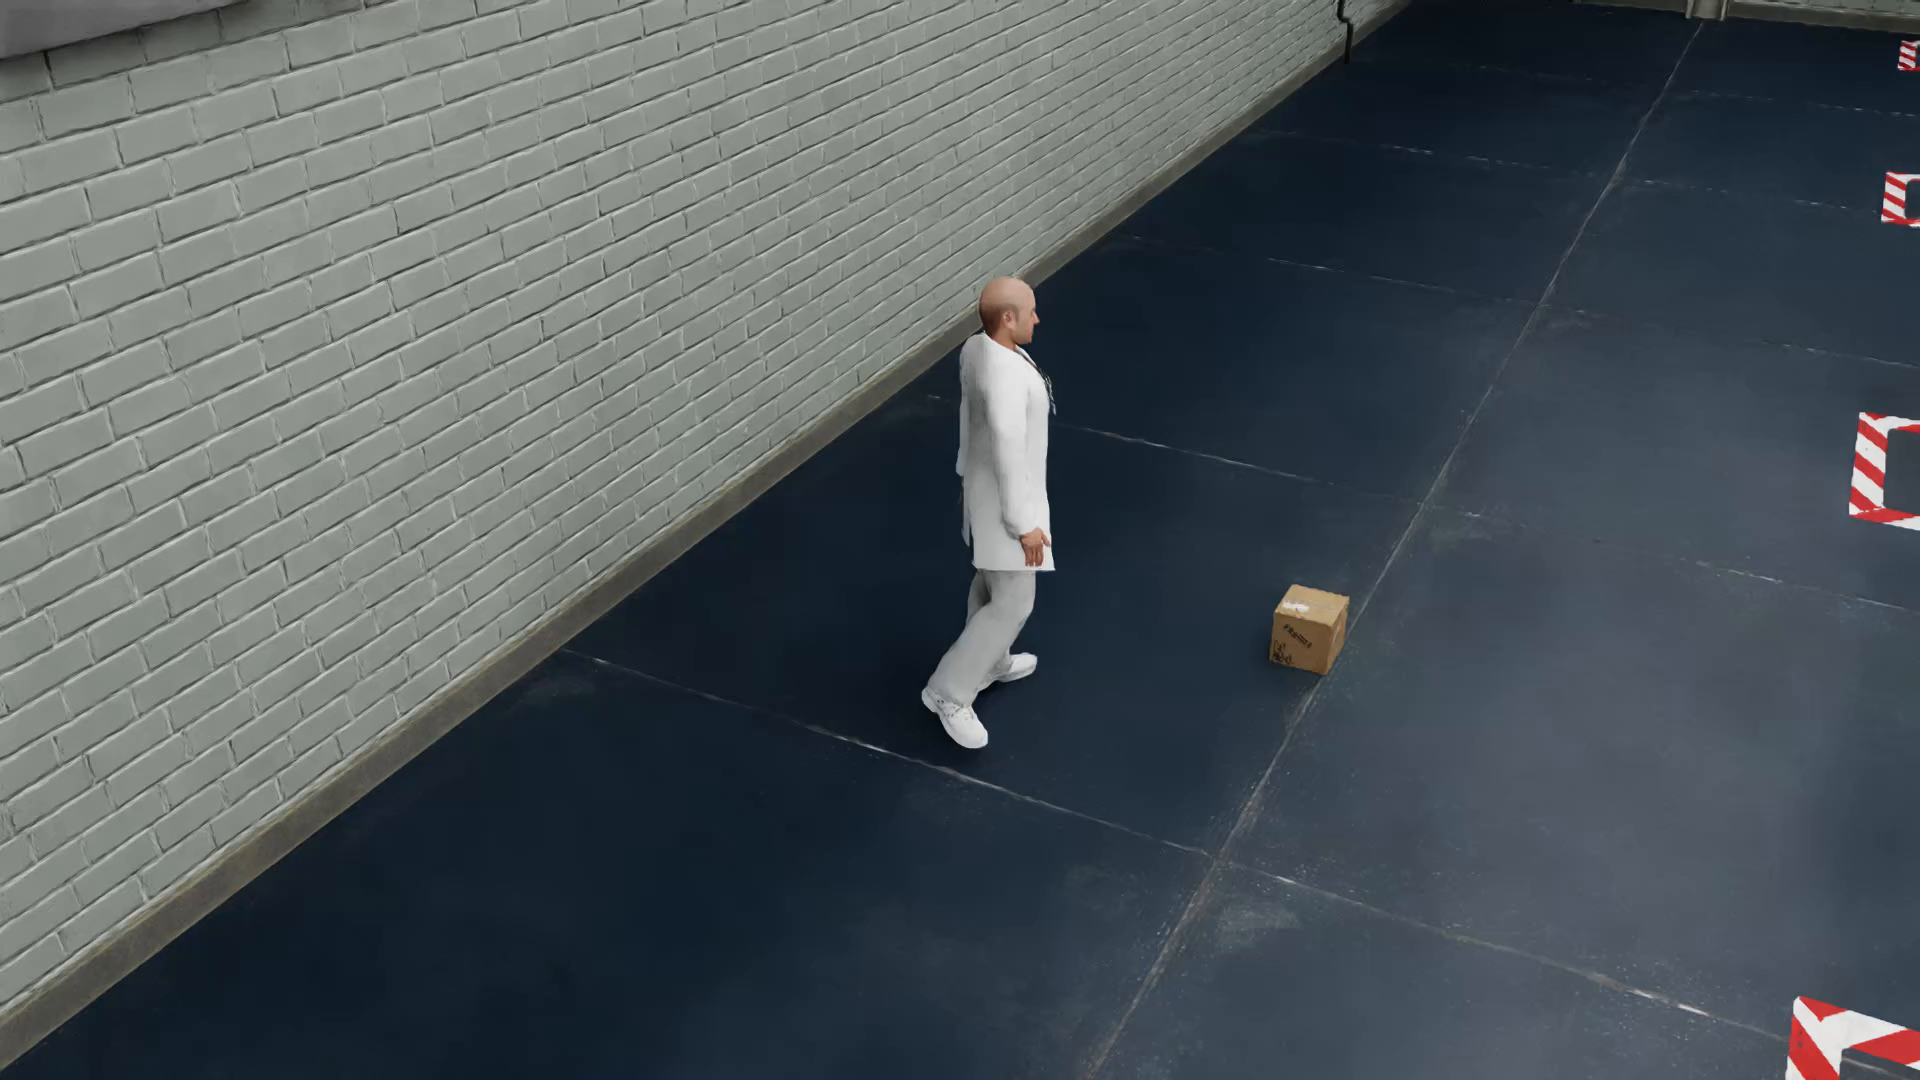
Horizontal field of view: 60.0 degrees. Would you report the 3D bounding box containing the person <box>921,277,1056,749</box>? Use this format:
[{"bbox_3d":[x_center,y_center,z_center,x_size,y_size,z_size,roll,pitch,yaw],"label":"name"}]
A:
[{"bbox_3d":[0.102,-0.106,6.325,0.550,1.771,0.788,-4,30,-7],"label":"person"}]
